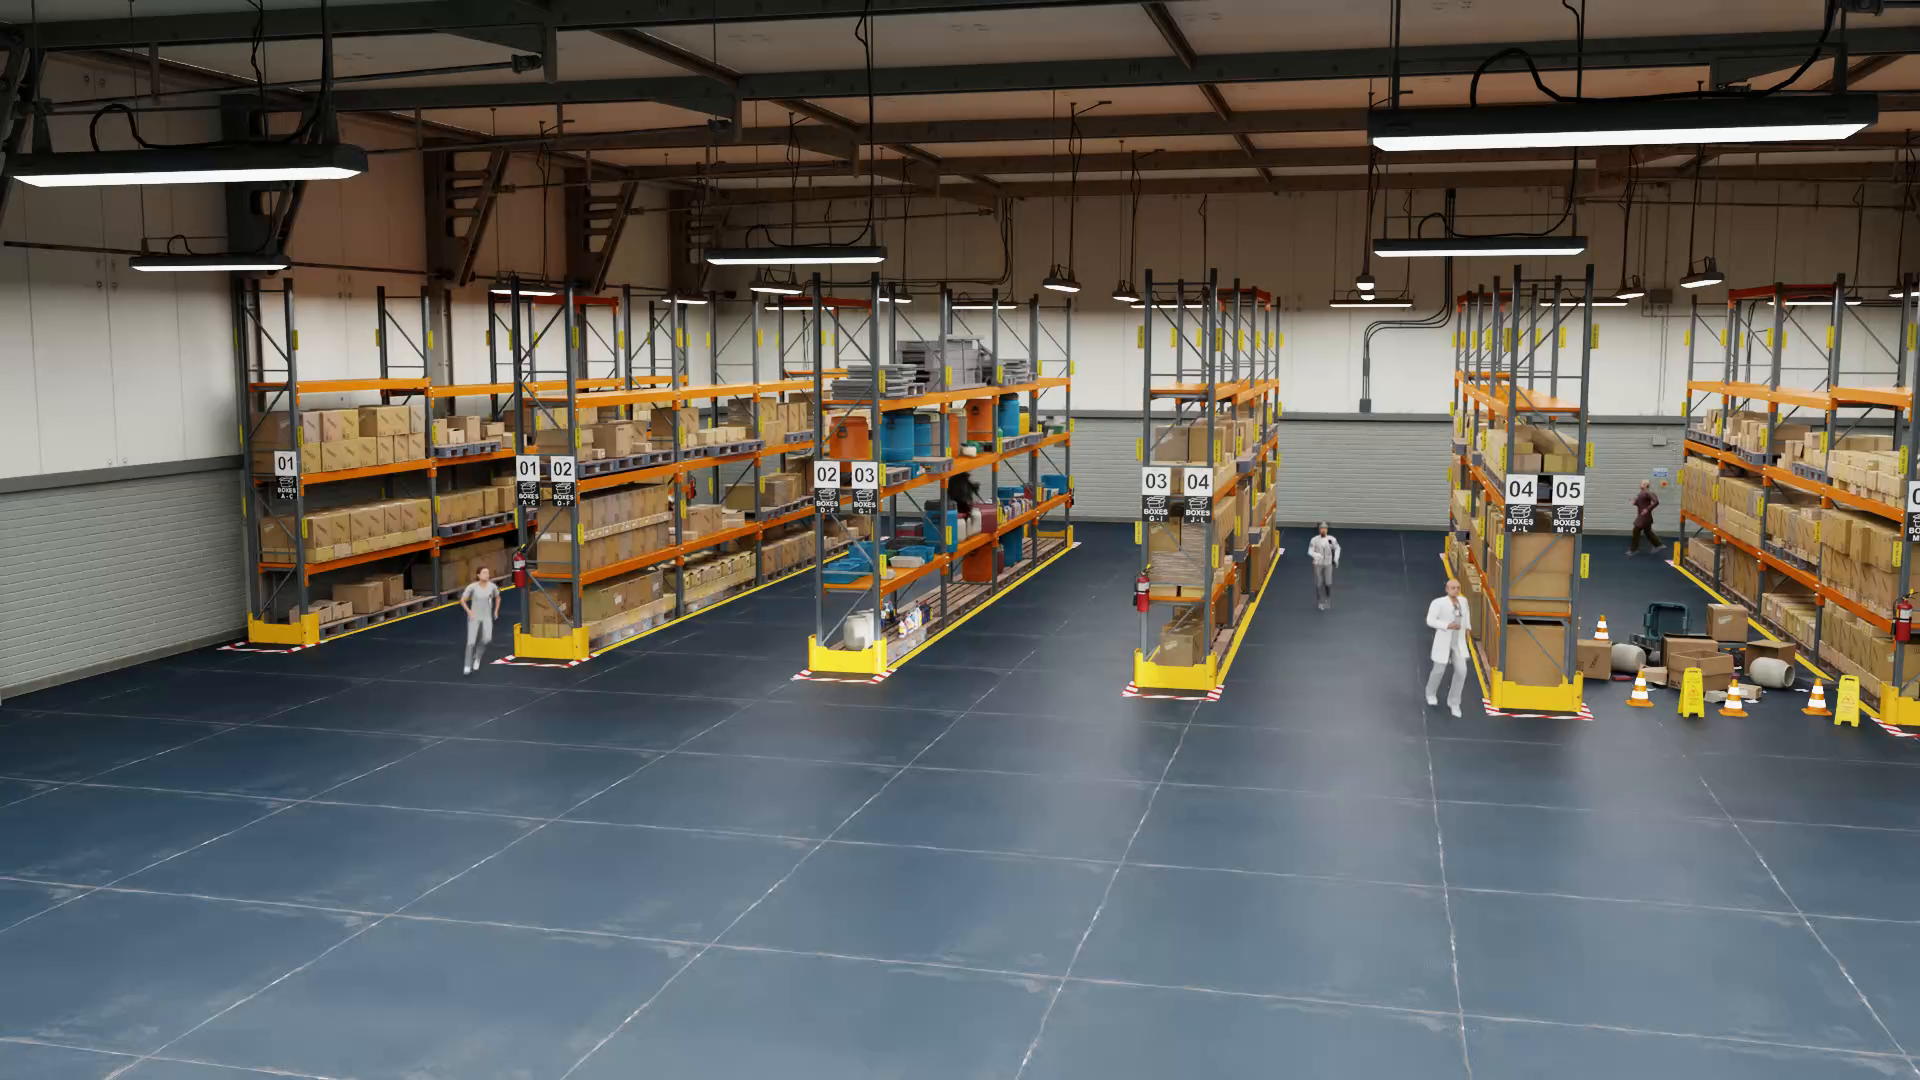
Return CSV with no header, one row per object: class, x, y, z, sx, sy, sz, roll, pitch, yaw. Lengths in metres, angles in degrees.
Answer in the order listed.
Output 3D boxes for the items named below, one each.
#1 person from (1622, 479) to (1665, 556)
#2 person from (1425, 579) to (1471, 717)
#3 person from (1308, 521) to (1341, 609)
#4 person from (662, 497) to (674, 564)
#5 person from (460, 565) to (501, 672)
person,15.905,-0.479,38.561,0.937,1.780,0.713,2,7,17
person,6.604,1.444,22.472,0.716,1.858,0.835,-1,7,-8
person,6.747,0.472,30.831,0.590,1.660,0.619,2,7,12
person,-6.072,-0.031,34.807,0.692,1.746,0.789,1,7,10
person,-7.219,1.192,25.137,0.625,1.618,0.558,-3,8,-27
